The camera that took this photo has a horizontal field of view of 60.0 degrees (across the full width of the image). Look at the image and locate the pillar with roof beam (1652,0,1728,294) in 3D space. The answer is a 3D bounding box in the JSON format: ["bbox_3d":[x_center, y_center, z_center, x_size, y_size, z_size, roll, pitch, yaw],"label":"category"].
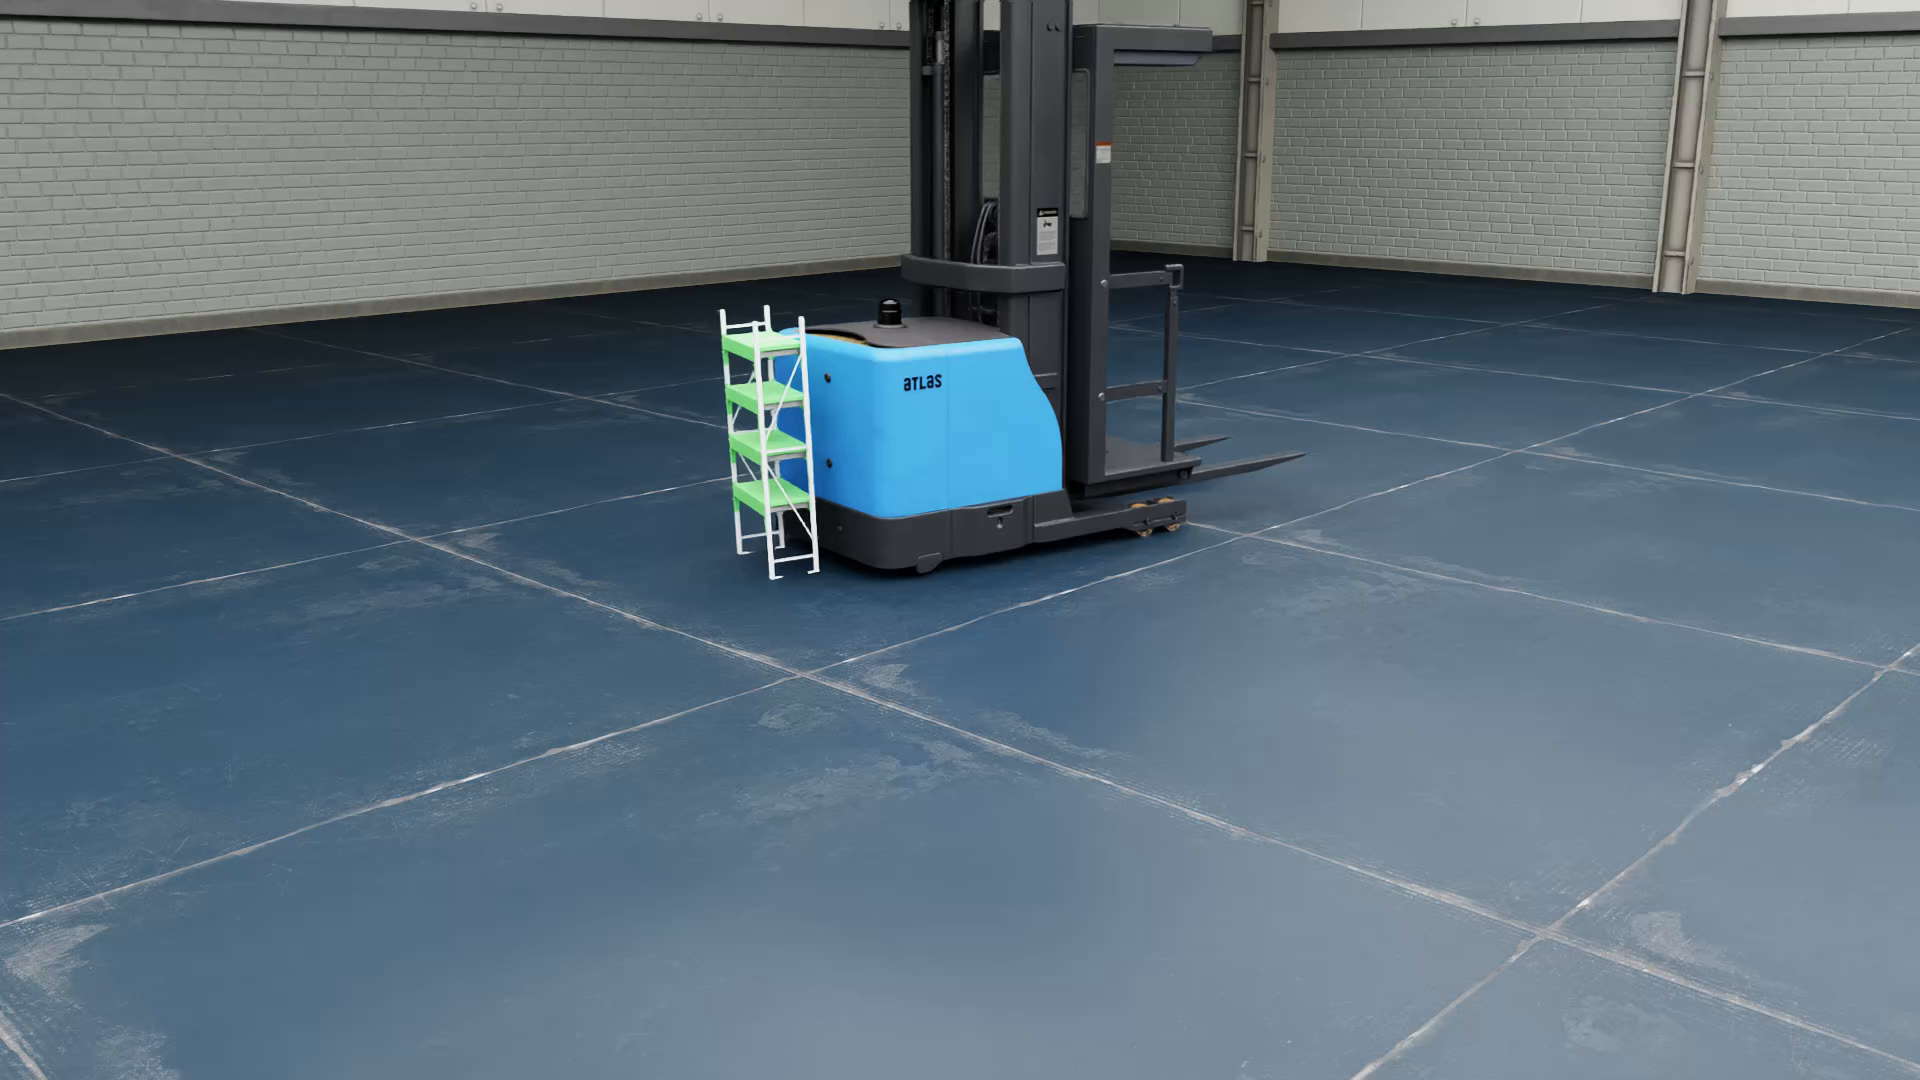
[{"bbox_3d":[5.474,-6.514,15.583,0.400,9.000,9.100,14,20,42],"label":"pillar with roof beam"}]

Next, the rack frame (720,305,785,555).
[{"bbox_3d":[-1.001,-0.523,8.039,0.240,1.200,0.015,-9,17,-24],"label":"rack frame"}]

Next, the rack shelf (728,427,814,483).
[{"bbox_3d":[-0.895,-0.406,7.842,0.258,0.148,0.480,-9,17,-24],"label":"rack shelf"}]

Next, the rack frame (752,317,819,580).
[{"bbox_3d":[-0.794,-0.411,7.611,0.240,1.200,0.015,-9,17,-24],"label":"rack frame"}]

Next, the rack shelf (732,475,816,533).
[{"bbox_3d":[-0.887,-0.174,7.907,0.258,0.148,0.480,-9,17,-24],"label":"rack shelf"}]

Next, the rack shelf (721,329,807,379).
[{"bbox_3d":[-0.912,-0.868,7.714,0.258,0.148,0.480,-9,17,-24],"label":"rack shelf"}]

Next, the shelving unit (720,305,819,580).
[{"bbox_3d":[-0.897,-0.467,7.825,0.258,1.200,0.503,-9,17,-24],"label":"shelving unit"}]

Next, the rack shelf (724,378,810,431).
[{"bbox_3d":[-0.903,-0.637,7.778,0.258,0.148,0.480,-9,17,-24],"label":"rack shelf"}]

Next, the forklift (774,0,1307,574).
[{"bbox_3d":[0.559,-1.536,8.515,3.031,2.935,1.130,-11,18,-35],"label":"forklift"}]

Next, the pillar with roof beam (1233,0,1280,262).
[{"bbox_3d":[1.154,-7.564,19.613,0.400,9.000,9.100,14,20,42],"label":"pillar with roof beam"}]
